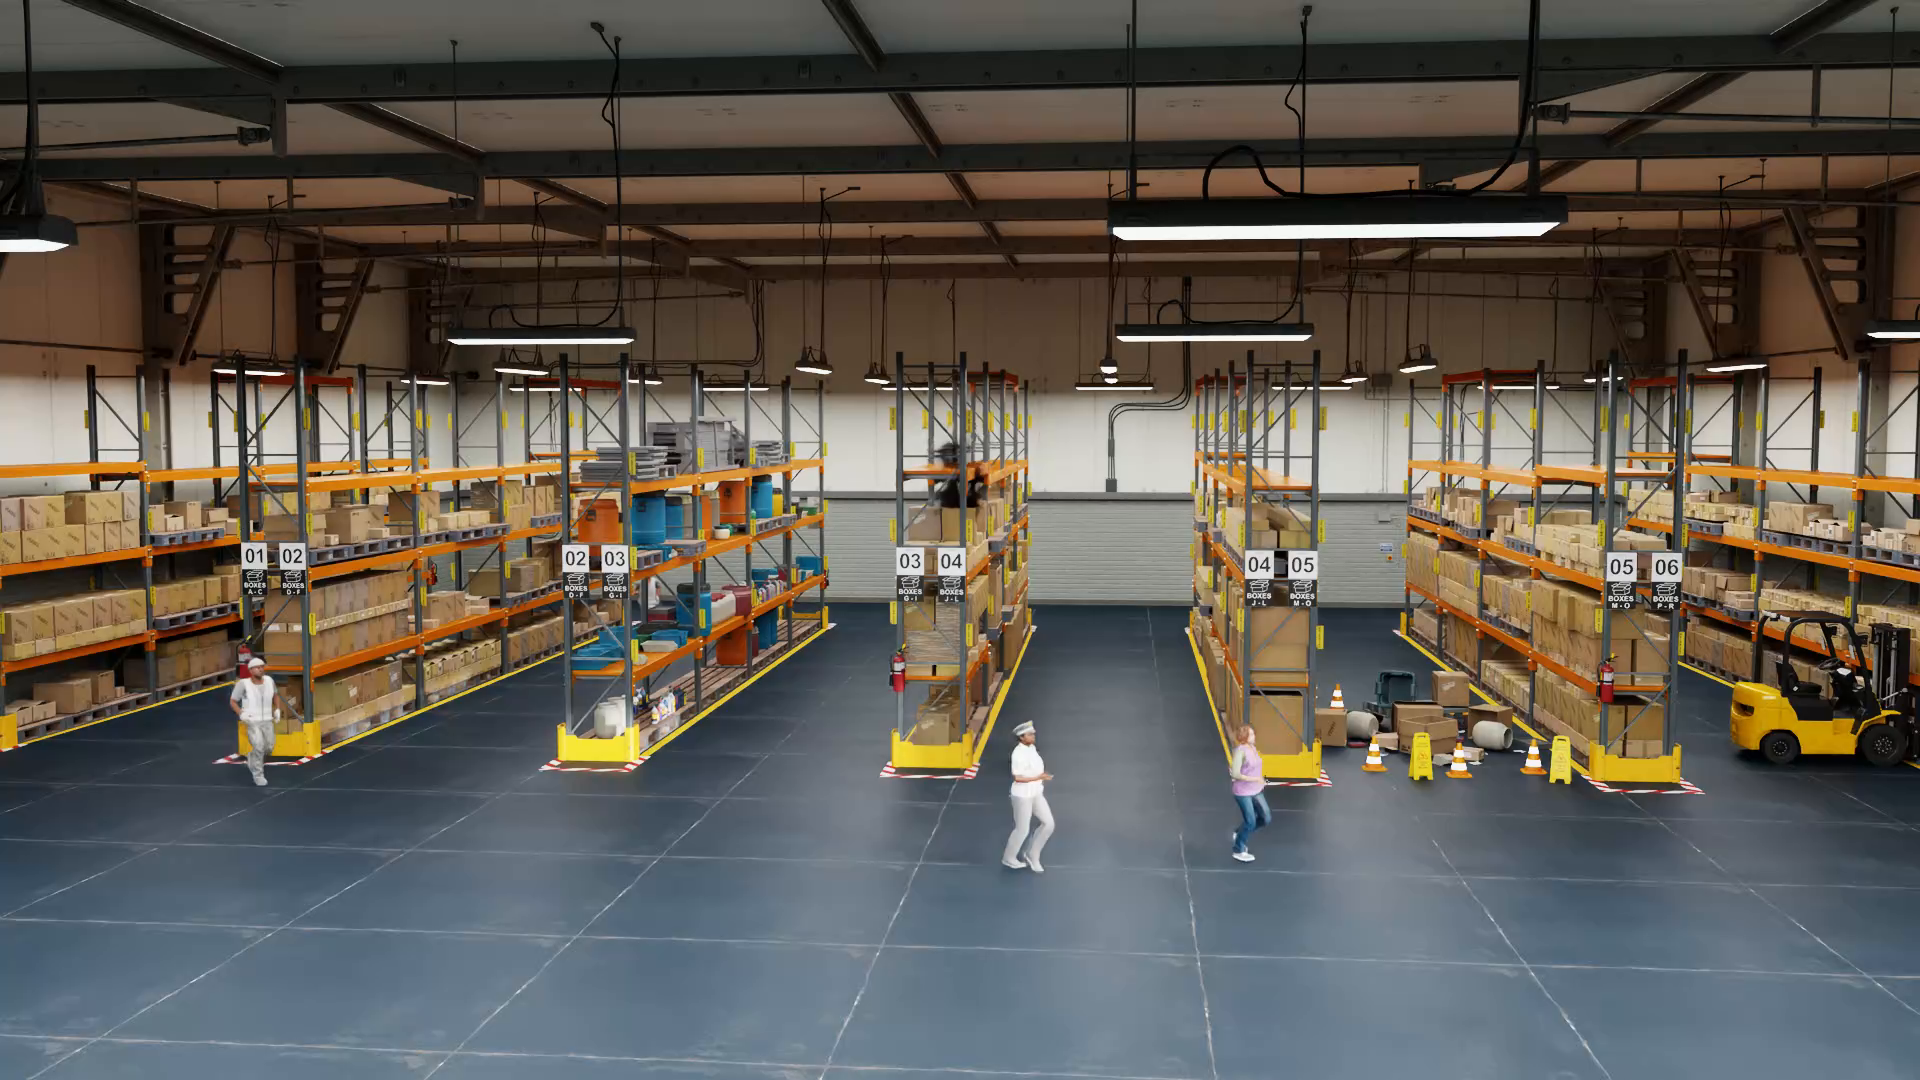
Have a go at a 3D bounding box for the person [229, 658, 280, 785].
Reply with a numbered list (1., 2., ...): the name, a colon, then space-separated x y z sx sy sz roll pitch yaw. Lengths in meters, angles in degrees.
1. person: -9.794 2.499 23.106 0.659 1.744 0.717 3 5 37

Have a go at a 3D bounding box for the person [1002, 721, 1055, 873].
1. person: 0.778 2.858 18.424 0.665 1.731 0.555 3 5 35

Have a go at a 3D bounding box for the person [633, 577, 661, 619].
1. person: -7.000 1.487 37.109 0.615 1.850 0.772 0 4 -5

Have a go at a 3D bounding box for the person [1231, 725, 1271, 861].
1. person: 3.310 2.882 18.883 0.536 1.545 0.526 3 5 40
